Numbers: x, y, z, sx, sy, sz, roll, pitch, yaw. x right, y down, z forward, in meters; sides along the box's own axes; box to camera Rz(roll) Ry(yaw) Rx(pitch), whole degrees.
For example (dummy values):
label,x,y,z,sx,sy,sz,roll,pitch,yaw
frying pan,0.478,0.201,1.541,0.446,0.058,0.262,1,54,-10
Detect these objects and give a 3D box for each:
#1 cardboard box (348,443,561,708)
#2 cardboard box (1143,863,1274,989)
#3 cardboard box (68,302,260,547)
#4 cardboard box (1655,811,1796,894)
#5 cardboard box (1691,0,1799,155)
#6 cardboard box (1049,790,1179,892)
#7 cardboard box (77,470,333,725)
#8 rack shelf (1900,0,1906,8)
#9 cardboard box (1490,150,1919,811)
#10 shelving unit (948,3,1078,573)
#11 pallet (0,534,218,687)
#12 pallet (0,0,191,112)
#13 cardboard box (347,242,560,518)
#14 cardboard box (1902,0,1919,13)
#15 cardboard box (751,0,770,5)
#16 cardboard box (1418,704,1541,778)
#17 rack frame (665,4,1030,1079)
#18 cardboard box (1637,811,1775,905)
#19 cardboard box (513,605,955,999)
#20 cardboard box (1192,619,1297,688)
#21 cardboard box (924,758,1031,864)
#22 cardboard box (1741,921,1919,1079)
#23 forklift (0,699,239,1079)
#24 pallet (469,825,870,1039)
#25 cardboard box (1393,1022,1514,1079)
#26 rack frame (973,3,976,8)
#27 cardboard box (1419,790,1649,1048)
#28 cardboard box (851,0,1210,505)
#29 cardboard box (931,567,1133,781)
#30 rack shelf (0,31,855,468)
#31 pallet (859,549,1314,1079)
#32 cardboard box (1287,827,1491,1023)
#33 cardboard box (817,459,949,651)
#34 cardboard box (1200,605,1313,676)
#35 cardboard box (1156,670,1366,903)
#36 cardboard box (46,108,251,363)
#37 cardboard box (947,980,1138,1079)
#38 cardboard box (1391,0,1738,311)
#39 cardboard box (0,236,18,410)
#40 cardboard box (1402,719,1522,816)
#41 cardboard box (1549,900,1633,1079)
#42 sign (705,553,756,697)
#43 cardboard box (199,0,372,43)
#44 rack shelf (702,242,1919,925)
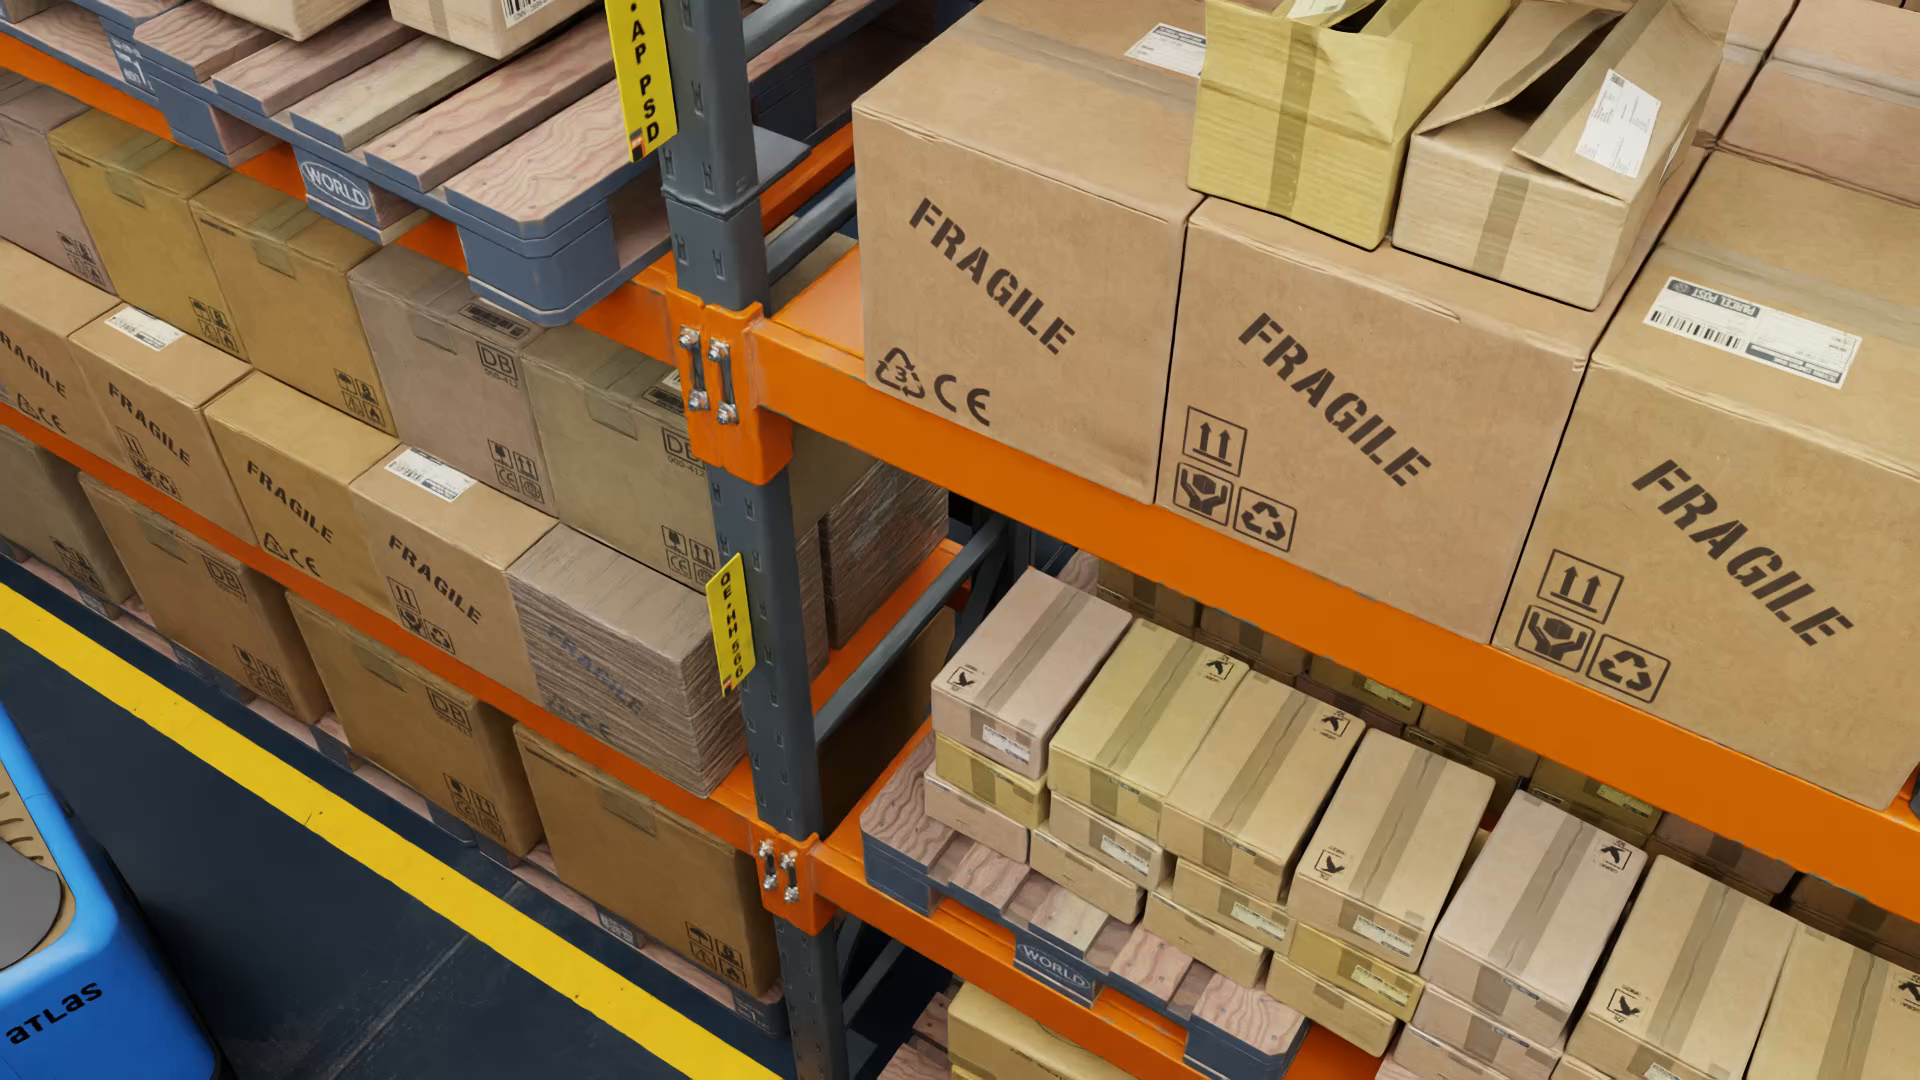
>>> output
label,x,y,z,sx,sy,sz,roll,pitch,yaw
cardboard box,-1.084,-0.008,4.096,0.500,0.500,0.500,25,51,22
cardboard box,0.580,0.678,3.382,0.250,0.149,0.380,27,52,24
cardboard box,-1.938,-0.397,4.475,0.500,0.500,0.500,25,51,23
cardboard box,1.608,0.485,3.362,0.250,0.149,0.380,26,51,23
cardboard box,0.905,-0.593,2.574,0.500,0.500,0.500,25,51,22
cardboard box,0.387,0.483,3.364,0.250,0.149,0.380,27,52,24
cardboard box,-2.127,-0.116,5.547,0.750,0.750,1.050,25,51,22
rack shelf,4.306,-1.697,6.309,4.000,0.370,1.077,25,51,22
cardboard box,1.045,-0.085,2.080,0.500,0.500,0.500,25,51,22
shelving unit,0.139,-0.668,5.435,0.503,2.100,0.431,25,51,22
pallet,-2.818,-0.090,6.191,1.213,0.211,1.003,25,51,22
pallet,-1.654,-1.395,3.554,1.213,0.211,1.003,27,52,24
cardboard box,-0.940,-0.525,3.901,0.500,0.500,0.700,24,50,22
cardboard box,3.753,-2.010,6.042,0.500,0.500,0.500,24,50,21
cardboard box,-0.335,-1.132,2.979,0.250,0.149,0.380,23,50,21
cardboard box,1.180,0.287,3.554,0.250,0.149,0.380,25,51,22
rack frame,-0.141,0.233,3.932,0.127,3.000,1.000,25,51,22
cardboard box,1.599,0.588,3.470,0.250,0.149,0.380,26,51,23
cardboard box,-0.605,0.581,4.870,0.750,0.750,1.050,24,50,22
cardboard box,0.731,0.185,3.861,0.250,0.149,0.380,25,51,22
cardboard box,0.127,0.470,3.584,0.250,0.149,0.380,24,50,22
cardboard box,1.459,0.870,2.781,0.250,0.149,0.380,24,50,22
forklift,-3.431,1.035,3.200,3.031,2.935,1.130,-31,53,-27
pallet,-0.764,0.854,5.273,1.213,0.211,1.003,25,51,22
cardboard box,1.033,0.883,3.183,0.250,0.149,0.380,26,51,23
rack frame,-0.066,-0.762,5.526,0.015,2.100,0.400,25,51,22
cardboard box,1.027,0.670,2.975,0.250,0.149,0.380,27,52,24
cardboard box,0.196,-0.465,2.449,0.500,0.500,0.500,25,51,22
cardboard box,0.147,0.265,3.369,0.250,0.149,0.380,25,51,22
rack shelf,-1.824,-1.336,3.866,4.000,0.370,1.077,25,51,22
pallet,0.517,0.512,3.795,1.003,0.211,1.213,25,51,22
cardboard box,0.826,0.682,3.171,0.250,0.149,0.380,25,51,22
cardboard box,-0.373,-0.138,4.223,0.500,0.500,0.500,25,51,23
cardboard box,0.747,0.090,3.746,0.250,0.149,0.380,27,51,23
cardboard box,0.575,0.463,3.176,0.250,0.149,0.380,24,51,22
cardboard box,-1.803,-0.920,4.285,0.500,0.500,0.700,24,51,22
cardboard box,0.309,1.110,4.007,0.500,0.250,0.500,23,50,20
cardboard box,0.721,-0.516,1.965,0.258,0.266,0.396,25,51,22
cardboard box,-2.785,-0.789,4.856,0.500,0.500,0.500,25,51,22
cardboard box,1.155,0.383,3.668,0.250,0.149,0.380,24,50,22
cardboard box,1.242,0.877,2.981,0.250,0.149,0.380,24,51,22
sign,-0.438,0.166,3.190,0.005,0.325,0.100,25,51,22
cardboard box,-1.183,-1.186,2.919,0.500,0.311,0.500,25,51,22
rack shelf,1.543,0.213,2.361,4.000,0.370,1.077,25,51,22
